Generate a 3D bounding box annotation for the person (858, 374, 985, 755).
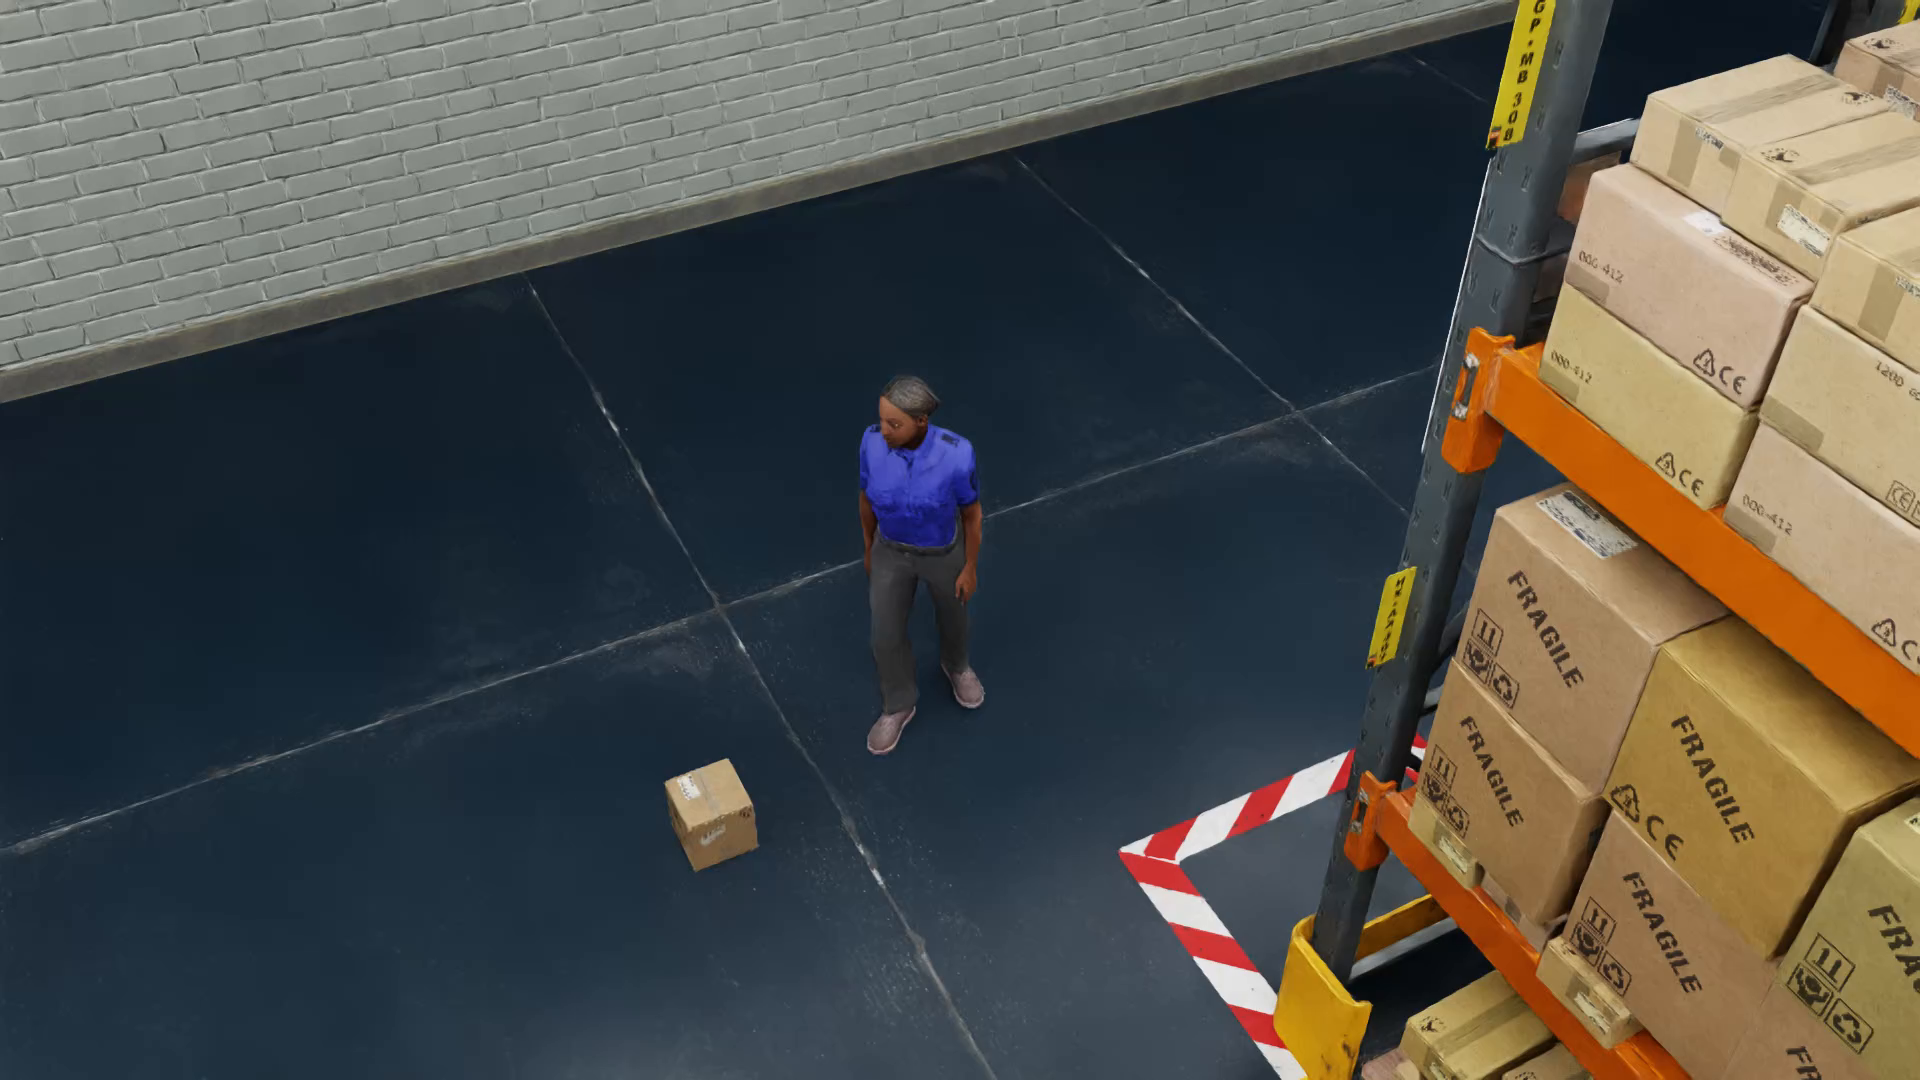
[{"bbox_3d":[-0.145,0.058,6.096,0.465,1.657,0.551,7,42,8],"label":"person"}]
